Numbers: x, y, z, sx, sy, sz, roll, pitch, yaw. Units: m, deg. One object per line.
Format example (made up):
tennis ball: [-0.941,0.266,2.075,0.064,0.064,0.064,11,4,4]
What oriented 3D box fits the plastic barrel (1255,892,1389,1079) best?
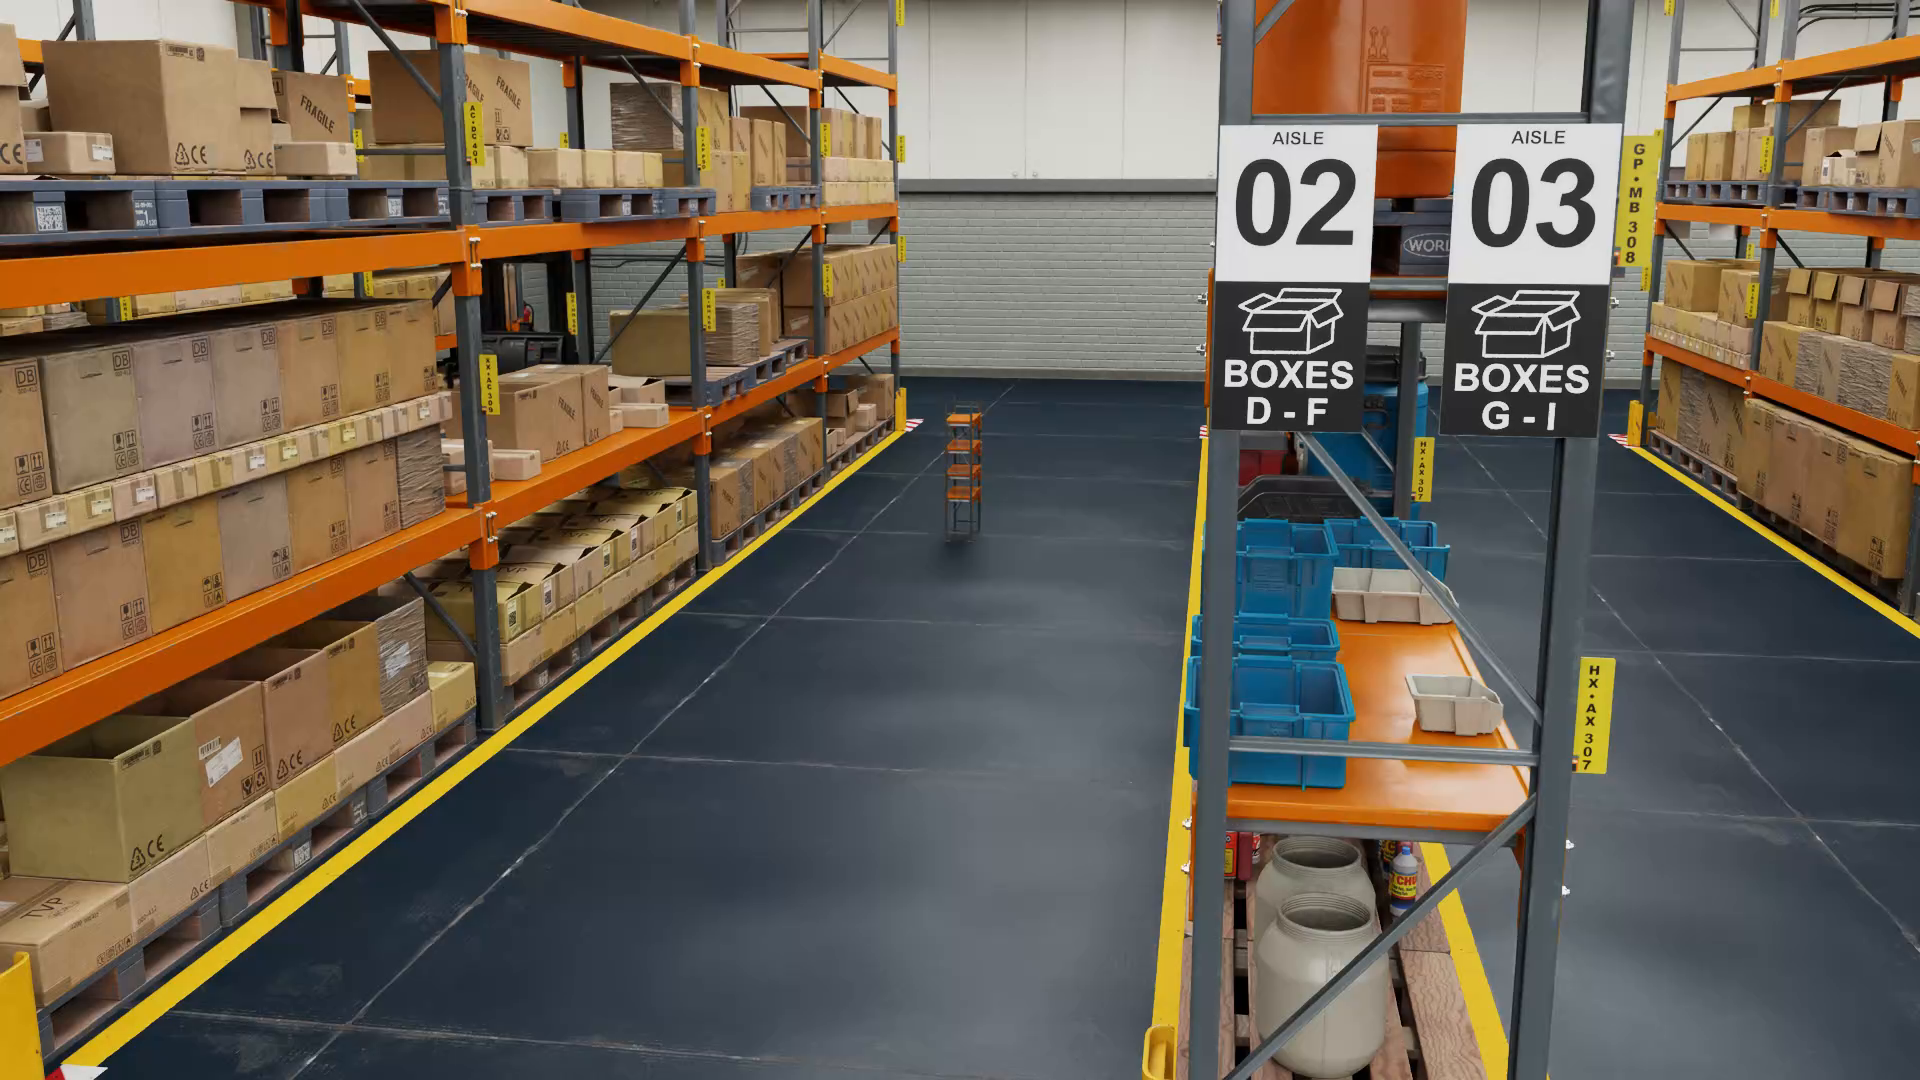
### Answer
plastic barrel: [1.194,1.464,5.487,0.421,0.512,0.421,0,12,0]

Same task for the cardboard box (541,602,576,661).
cardboard box: [-2.724,0.555,10.326,0.500,0.250,0.500,2,12,10]

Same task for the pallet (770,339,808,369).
pallet: [-2.111,-1.810,16.227,1.003,0.211,1.213,2,12,9]

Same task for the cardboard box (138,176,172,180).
cardboard box: [-7.343,-3.339,14.463,0.700,0.500,0.500,1,12,6]

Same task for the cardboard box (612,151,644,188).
cardboard box: [-2.572,-2.626,11.798,0.500,0.250,0.500,2,12,10]

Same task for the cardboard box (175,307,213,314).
cardboard box: [-6.973,-1.799,14.731,0.500,0.500,0.500,2,12,11]

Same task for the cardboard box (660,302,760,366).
cardboard box: [-2.181,-1.807,14.523,0.700,0.500,0.500,4,13,19]

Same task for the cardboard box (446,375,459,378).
cardboard box: [-6.246,-1.789,20.611,0.700,0.500,0.500,2,12,8]

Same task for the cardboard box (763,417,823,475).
cardboard box: [-1.673,-0.948,16.659,0.500,0.500,0.500,2,12,8]

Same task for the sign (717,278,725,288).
sign: [-2.418,-2.506,16.945,0.100,0.325,0.005,2,12,9]

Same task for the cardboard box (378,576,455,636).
cardboard box: [-3.332,0.370,9.855,0.500,0.311,0.500,2,12,9]

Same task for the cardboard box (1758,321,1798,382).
cardboard box: [7.590,-1.706,15.052,0.500,0.500,0.500,2,12,9]

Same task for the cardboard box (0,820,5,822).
cardboard box: [-3.795,1.241,7.147,0.500,0.250,0.500,2,12,9]

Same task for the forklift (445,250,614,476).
forklift: [-4.350,-1.831,16.031,1.130,2.935,3.031,2,12,8]

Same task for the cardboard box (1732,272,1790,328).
cardboard box: [7.714,-2.288,15.859,0.500,0.500,0.500,2,12,10]

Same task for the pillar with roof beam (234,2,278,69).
pillar with roof beam: [-3.269,-5.193,17.230,9.100,9.000,0.400,2,12,9]

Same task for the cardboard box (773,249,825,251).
cardboard box: [-1.826,-3.034,18.841,0.500,0.500,0.500,2,12,8]

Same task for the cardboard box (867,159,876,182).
cardboard box: [-1.249,-4.213,18.973,0.500,0.250,0.500,2,12,9]

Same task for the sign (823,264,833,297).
sign: [-1.331,-2.615,16.760,0.100,0.325,0.005,2,12,9]

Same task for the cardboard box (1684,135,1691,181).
cardboard box: [8.496,-4.237,18.441,0.700,0.500,0.500,1,12,5]

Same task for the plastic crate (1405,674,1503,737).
plastic crate: [1.624,0.546,5.466,0.298,0.136,0.250,2,12,9]

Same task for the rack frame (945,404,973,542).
rack frame: [-0.012,-0.570,14.291,0.240,1.200,0.015,2,12,9]

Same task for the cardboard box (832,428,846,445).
cardboard box: [-1.479,-1.157,18.424,0.380,0.166,0.250,2,12,9]

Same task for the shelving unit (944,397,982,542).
shelving unit: [0.025,-0.621,14.527,0.258,1.200,0.503,2,12,9]

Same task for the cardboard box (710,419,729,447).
cardboard box: [-2.426,-1.021,15.219,0.500,0.250,0.500,2,12,8]

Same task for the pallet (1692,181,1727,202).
pallet: [8.234,-3.591,17.126,1.003,0.211,1.213,2,12,9]

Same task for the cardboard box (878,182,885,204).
cardboard box: [-1.171,-4.073,19.508,0.500,0.250,0.500,2,12,9]

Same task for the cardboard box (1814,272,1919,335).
cardboard box: [7.701,-2.008,14.073,0.797,0.503,0.637,2,12,9]

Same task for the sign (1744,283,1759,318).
sign: [7.359,-2.224,15.451,0.100,0.325,0.005,2,12,9]

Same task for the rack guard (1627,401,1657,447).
rack guard: [8.527,-1.360,19.619,1.175,0.500,0.348,2,12,9]

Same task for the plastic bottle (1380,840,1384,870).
plastic bottle: [1.823,1.252,6.996,0.097,0.271,0.097,0,12,0]

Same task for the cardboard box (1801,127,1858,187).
cardboard box: [7.828,-3.344,14.536,0.700,0.500,0.500,2,12,10]

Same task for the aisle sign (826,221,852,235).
aisle sign: [-1.545,-4.194,20.662,0.394,0.787,0.004,2,12,9]

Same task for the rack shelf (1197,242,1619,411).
rack shelf: [1.476,-0.938,6.314,1.077,0.370,4.000,2,12,9]

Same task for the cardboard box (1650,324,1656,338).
cardboard box: [8.142,-2.391,19.066,0.380,0.149,0.250,2,12,9]

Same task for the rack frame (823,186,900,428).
rack frame: [-1.265,-2.899,20.826,1.000,3.000,0.127,2,12,9]

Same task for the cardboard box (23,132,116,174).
cardboard box: [-3.371,-1.425,6.132,0.380,0.149,0.250,2,12,9]

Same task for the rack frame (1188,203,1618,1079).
rack frame: [1.168,0.593,4.622,1.000,3.000,0.127,2,12,9]

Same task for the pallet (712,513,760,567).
pallet: [-2.343,-0.025,14.107,1.003,0.211,1.213,2,12,9]

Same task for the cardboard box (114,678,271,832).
cardboard box: [-3.284,0.891,6.990,0.500,0.500,0.500,2,12,9]

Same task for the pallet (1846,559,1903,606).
pallet: [7.488,0.289,12.649,1.003,0.211,1.213,2,12,9]

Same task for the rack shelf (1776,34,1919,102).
rack shelf: [7.600,-3.714,13.023,1.077,0.370,4.000,2,12,9]

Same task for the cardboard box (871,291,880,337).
cardboard box: [-1.223,-2.634,19.359,0.500,0.500,0.500,2,12,9]

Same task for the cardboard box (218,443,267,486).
cardboard box: [-3.215,-0.329,7.123,0.380,0.149,0.250,2,12,9]

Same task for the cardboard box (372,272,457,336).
cardboard box: [-6.456,-2.789,19.601,0.980,0.700,0.700,1,12,6]

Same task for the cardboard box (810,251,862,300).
cardboard box: [-1.371,-2.907,18.254,0.500,0.500,0.500,2,12,7]

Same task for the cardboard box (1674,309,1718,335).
cardboard box: [8.028,-2.345,17.906,0.500,0.250,0.500,1,12,7]

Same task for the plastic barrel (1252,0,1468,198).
plastic barrel: [1.117,-1.394,4.705,0.600,0.830,0.708,2,12,9]

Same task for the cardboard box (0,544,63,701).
cardboard box: [-3.641,0.286,5.809,0.700,0.500,0.500,2,12,9]

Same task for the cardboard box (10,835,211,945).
cardboard box: [-3.350,1.362,6.584,0.500,0.250,0.500,2,12,9]

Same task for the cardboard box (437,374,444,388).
cardboard box: [-6.246,-1.853,19.368,0.380,0.149,0.250,2,12,7]

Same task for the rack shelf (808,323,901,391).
rack shelf: [-1.573,-2.131,18.969,1.077,0.370,4.000,2,12,9]

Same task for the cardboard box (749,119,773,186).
cardboard box: [-2.111,-3.593,15.456,0.600,0.600,0.600,2,12,8]

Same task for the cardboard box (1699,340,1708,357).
cardboard box: [7.828,-1.963,17.080,0.380,0.149,0.250,2,12,8]

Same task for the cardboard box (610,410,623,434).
cardboard box: [-2.636,-0.844,11.884,0.380,0.149,0.250,3,12,13]

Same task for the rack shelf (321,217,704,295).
rack shelf: [-2.803,-1.932,10.926,1.077,0.370,4.000,2,12,9]

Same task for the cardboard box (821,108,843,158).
cardboard box: [-1.626,-4.272,17.467,0.700,0.500,0.500,2,12,9]

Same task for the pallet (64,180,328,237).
pallet: [-3.406,-1.393,6.925,1.003,0.211,1.213,2,12,9]

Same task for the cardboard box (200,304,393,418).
cardboard box: [-3.249,-0.886,8.169,0.700,0.500,0.500,2,12,9]
